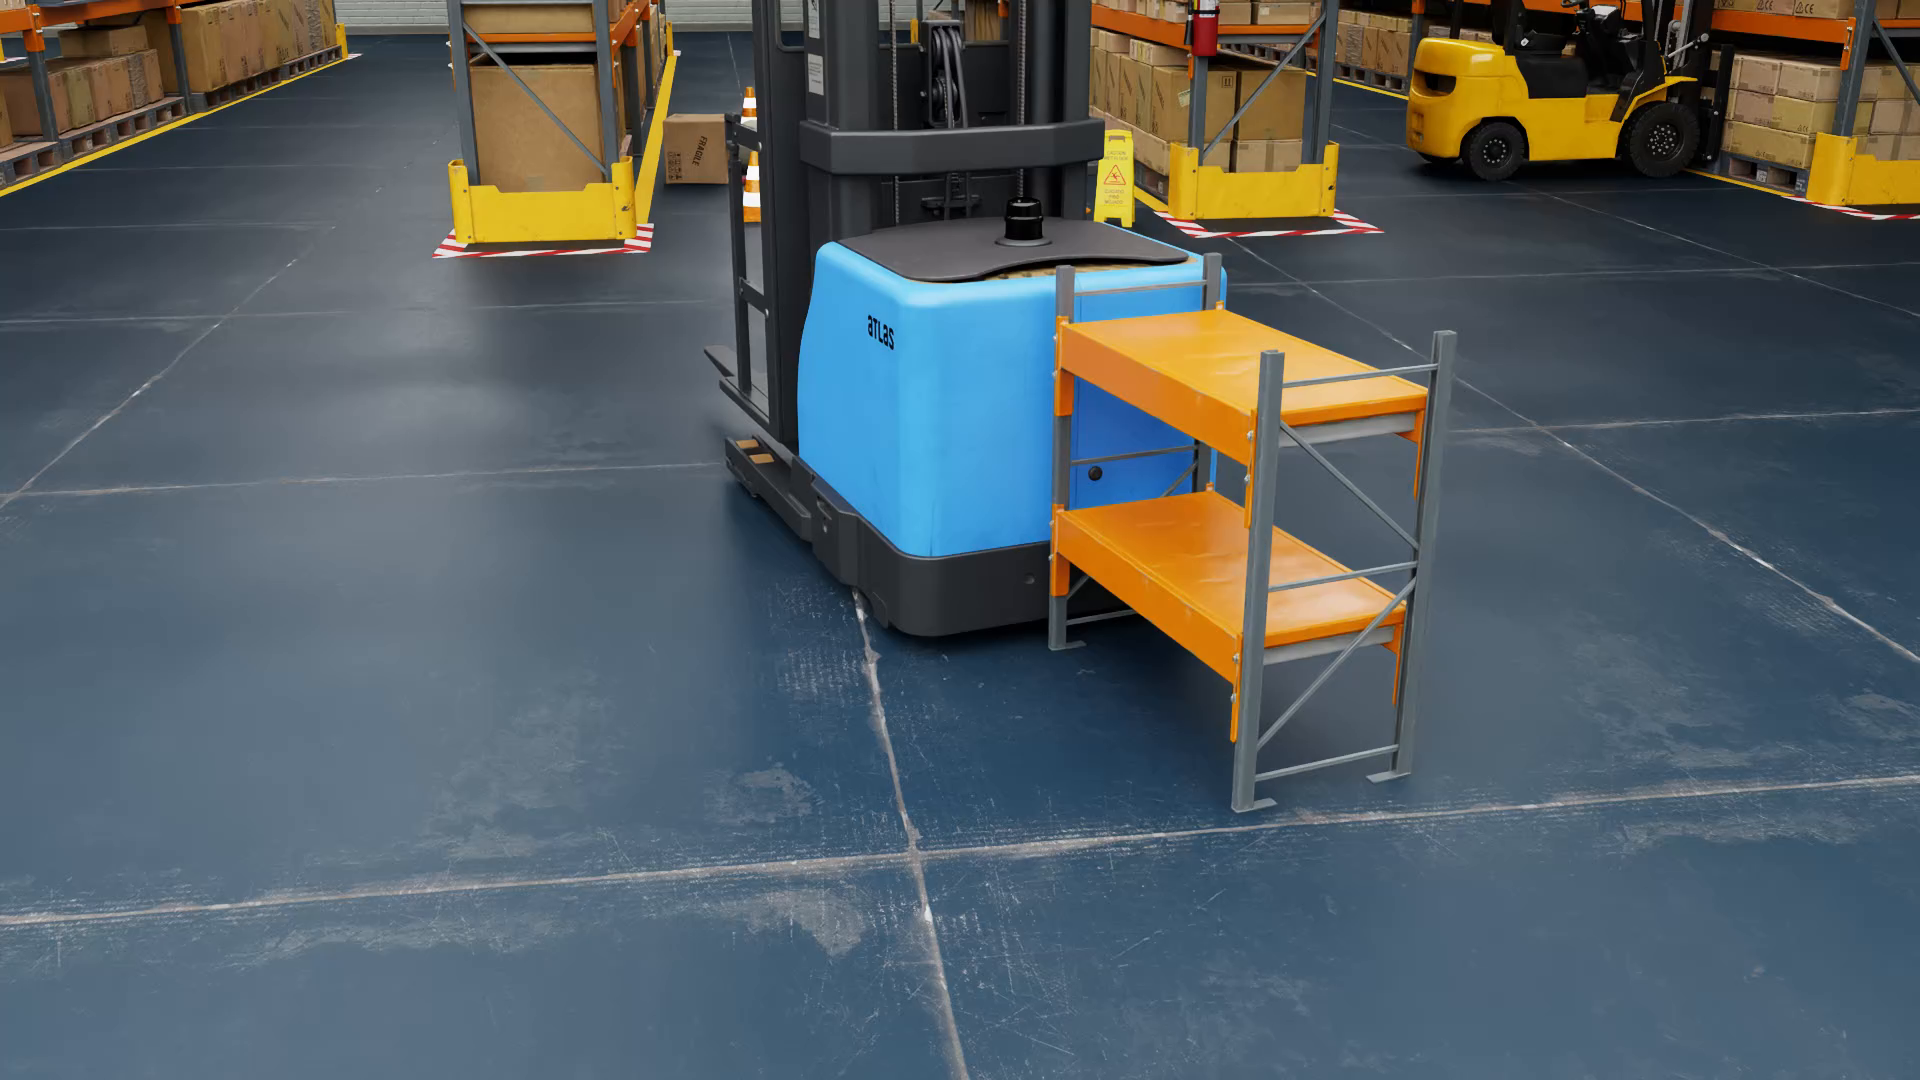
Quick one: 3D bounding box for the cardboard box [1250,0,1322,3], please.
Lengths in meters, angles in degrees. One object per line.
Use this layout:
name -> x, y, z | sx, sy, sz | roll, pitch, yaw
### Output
cardboard box -> 2.318, -4.101, 11.841 | 0.500, 0.500, 0.500 | -3, 21, -9

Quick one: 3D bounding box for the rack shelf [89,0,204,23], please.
rack shelf -> -9.136, -6.362, 19.492 | 1.077, 0.370, 4.000 | -3, 21, -8

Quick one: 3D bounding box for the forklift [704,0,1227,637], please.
forklift -> -0.240, -1.576, 5.746 | 1.130, 2.935, 3.031 | -8, 22, -21

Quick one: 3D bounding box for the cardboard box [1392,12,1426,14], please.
cardboard box -> 5.867, -6.825, 21.747 | 0.380, 0.149, 0.250 | -4, 21, -10

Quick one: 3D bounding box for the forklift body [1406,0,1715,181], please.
forklift body -> 4.945, -4.155, 13.768 | 2.313, 2.155, 1.214 | -3, 21, -8

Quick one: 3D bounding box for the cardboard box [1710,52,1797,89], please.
cardboard box -> 6.487, -3.860, 13.664 | 0.500, 0.250, 0.500 | -3, 21, -7

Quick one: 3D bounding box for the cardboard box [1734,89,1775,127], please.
cardboard box -> 6.582, -3.458, 13.303 | 0.500, 0.250, 0.500 | -3, 21, -8

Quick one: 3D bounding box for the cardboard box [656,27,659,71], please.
cardboard box -> -4.072, -6.211, 21.032 | 0.500, 0.500, 0.500 | -3, 21, -9

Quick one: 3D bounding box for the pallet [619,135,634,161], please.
pallet -> -3.316, -3.263, 14.152 | 1.003, 0.211, 1.213 | -3, 21, -8

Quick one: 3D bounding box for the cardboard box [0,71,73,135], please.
cardboard box -> -8.338, -3.871, 14.736 | 0.700, 0.500, 0.500 | -5, 21, -12

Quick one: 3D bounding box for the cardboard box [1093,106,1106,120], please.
cardboard box -> 1.442, -3.628, 14.473 | 0.500, 0.250, 0.500 | -2, 21, -5

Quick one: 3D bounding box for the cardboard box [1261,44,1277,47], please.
cardboard box -> 4.946, -7.680, 24.964 | 0.700, 0.500, 0.500 | -4, 21, -10

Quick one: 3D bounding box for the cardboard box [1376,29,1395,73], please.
cardboard box -> 5.535, -6.093, 20.716 | 0.500, 0.500, 0.500 | -3, 21, -9

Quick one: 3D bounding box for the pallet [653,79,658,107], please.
pallet -> -4.036, -5.186, 19.300 | 1.003, 0.211, 1.213 | -3, 21, -8

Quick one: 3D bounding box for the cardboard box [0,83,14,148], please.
cardboard box -> -8.253, -3.507, 13.791 | 0.500, 0.500, 0.500 | -4, 21, -9

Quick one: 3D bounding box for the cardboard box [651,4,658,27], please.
cardboard box -> -4.144, -6.739, 21.372 | 0.500, 0.250, 0.500 | -3, 21, -9

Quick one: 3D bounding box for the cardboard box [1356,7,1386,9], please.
cardboard box -> 5.675, -7.269, 22.937 | 0.380, 0.149, 0.250 | -3, 21, -8

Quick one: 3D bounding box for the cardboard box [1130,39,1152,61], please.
cardboard box -> 1.550, -3.867, 13.113 | 0.380, 0.149, 0.250 | -2, 21, -5

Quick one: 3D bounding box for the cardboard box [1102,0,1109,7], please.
cardboard box -> 1.421, -4.616, 14.147 | 0.380, 0.149, 0.250 | -2, 21, -6

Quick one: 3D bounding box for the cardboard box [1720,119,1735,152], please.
cardboard box -> 6.518, -3.390, 13.835 | 0.500, 0.250, 0.500 | -3, 21, -7

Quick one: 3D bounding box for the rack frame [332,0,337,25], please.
rack frame -> -10.001, -8.777, 24.928 | 1.000, 3.000, 0.127 | -3, 21, -8

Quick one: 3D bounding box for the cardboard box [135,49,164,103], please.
cardboard box -> -8.731, -4.811, 17.254 | 0.700, 0.500, 0.500 | -4, 21, -11

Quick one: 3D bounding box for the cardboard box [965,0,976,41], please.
cardboard box -> 0.551, -6.882, 22.292 | 0.875, 0.875, 0.875 | -2, 21, -6

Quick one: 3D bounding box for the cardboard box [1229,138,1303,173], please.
cardboard box -> 2.270, -2.939, 12.627 | 0.500, 0.250, 0.500 | -3, 21, -8

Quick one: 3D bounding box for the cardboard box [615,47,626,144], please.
cardboard box -> -3.327, -3.817, 14.086 | 0.875, 0.875, 0.875 | -3, 21, -7

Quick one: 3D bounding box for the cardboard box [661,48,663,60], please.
cardboard box -> -4.236, -6.610, 22.602 | 0.380, 0.149, 0.250 | -4, 21, -10

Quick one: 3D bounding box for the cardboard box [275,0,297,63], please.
cardboard box -> -9.440, -6.826, 22.141 | 0.875, 0.875, 0.875 | -3, 21, -8

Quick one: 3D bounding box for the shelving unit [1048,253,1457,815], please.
shelving unit -> 0.690, -0.075, 4.310 | 0.538, 1.125, 1.048 | -8, 22, -21

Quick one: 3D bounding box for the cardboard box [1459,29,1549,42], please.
cardboard box -> 6.049, -5.400, 18.681 | 0.875, 0.625, 0.625 | -2, 21, -6

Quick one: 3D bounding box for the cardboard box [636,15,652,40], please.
cardboard box -> -3.785, -5.850, 18.992 | 0.500, 0.250, 0.500 | -4, 21, -10

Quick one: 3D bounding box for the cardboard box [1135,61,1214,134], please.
cardboard box -> 1.660, -3.441, 12.901 | 0.500, 0.500, 0.500 | -2, 21, -6

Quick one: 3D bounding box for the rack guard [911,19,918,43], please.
rack guard -> -0.198, -8.114, 26.726 | 1.175, 0.500, 0.348 | -3, 21, -8

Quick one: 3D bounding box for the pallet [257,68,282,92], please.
pallet -> -9.238, -5.822, 21.003 | 1.003, 0.211, 1.213 | -3, 21, -8

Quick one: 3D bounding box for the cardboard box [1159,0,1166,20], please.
cardboard box -> 1.685, -3.910, 12.256 | 0.380, 0.149, 0.250 | -3, 21, -9

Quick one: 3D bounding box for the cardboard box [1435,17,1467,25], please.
cardboard box -> 6.092, -6.377, 20.549 | 0.380, 0.149, 0.250 | -2, 21, -6

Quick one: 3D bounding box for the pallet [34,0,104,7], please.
pallet -> -8.237, -4.804, 14.565 | 1.003, 0.211, 1.213 | -3, 21, -8

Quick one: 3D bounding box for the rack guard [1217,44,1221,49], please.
rack guard -> 4.728, -8.331, 27.307 | 1.175, 0.500, 0.348 | -3, 21, -8

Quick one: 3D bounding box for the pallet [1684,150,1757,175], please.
pallet -> 6.699, -3.366, 14.427 | 1.003, 0.211, 1.213 | -3, 21, -8

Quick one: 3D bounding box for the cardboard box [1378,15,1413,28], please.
cardboard box -> 5.491, -6.526, 20.948 | 0.380, 0.149, 0.250 | -2, 21, -6

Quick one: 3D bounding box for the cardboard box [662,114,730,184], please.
cardboard box -> -2.109, -3.182, 13.516 | 0.500, 0.500, 0.500 | 1, 20, 2

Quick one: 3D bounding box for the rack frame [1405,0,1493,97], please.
rack frame -> 5.870, -6.758, 19.524 | 1.000, 3.000, 0.127 | -3, 21, -8

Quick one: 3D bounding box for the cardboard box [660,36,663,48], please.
cardboard box -> -4.237, -6.749, 22.548 | 0.380, 0.149, 0.250 | -2, 21, -5

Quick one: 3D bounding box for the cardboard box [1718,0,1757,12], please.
cardboard box -> 6.553, -4.550, 13.468 | 0.500, 0.500, 0.500 | -3, 21, -9

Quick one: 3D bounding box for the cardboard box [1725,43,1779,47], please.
cardboard box -> 6.857, -4.239, 14.680 | 0.500, 0.250, 0.500 | -3, 21, -7

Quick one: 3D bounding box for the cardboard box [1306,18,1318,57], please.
cardboard box -> 5.141, -6.990, 23.117 | 0.500, 0.500, 0.500 | -2, 21, -5

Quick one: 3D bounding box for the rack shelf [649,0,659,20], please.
rack shelf -> -4.213, -6.577, 20.068 | 1.077, 0.370, 4.000 | -3, 21, -8

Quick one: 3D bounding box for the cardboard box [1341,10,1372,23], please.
cardboard box -> 5.299, -6.972, 22.142 | 0.380, 0.149, 0.250 | -3, 21, -8

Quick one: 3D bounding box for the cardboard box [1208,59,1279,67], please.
cardboard box -> 2.186, -3.479, 13.001 | 0.500, 0.500, 0.500 | -4, 21, -10

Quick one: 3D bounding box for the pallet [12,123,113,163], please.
pallet -> -8.385, -3.585, 15.013 | 1.003, 0.211, 1.213 | -3, 21, -8

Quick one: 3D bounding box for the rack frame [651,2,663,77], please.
rack frame -> -4.501, -7.607, 21.796 | 1.000, 3.000, 0.127 | -3, 21, -8

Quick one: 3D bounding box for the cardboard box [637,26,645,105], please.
cardboard box -> -3.797, -4.847, 17.021 | 1.050, 0.750, 0.750 | -3, 21, -7

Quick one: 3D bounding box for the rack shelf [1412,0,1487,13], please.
rack shelf -> 5.582, -7.114, 21.504 | 1.077, 0.370, 4.000 | -3, 21, -8
